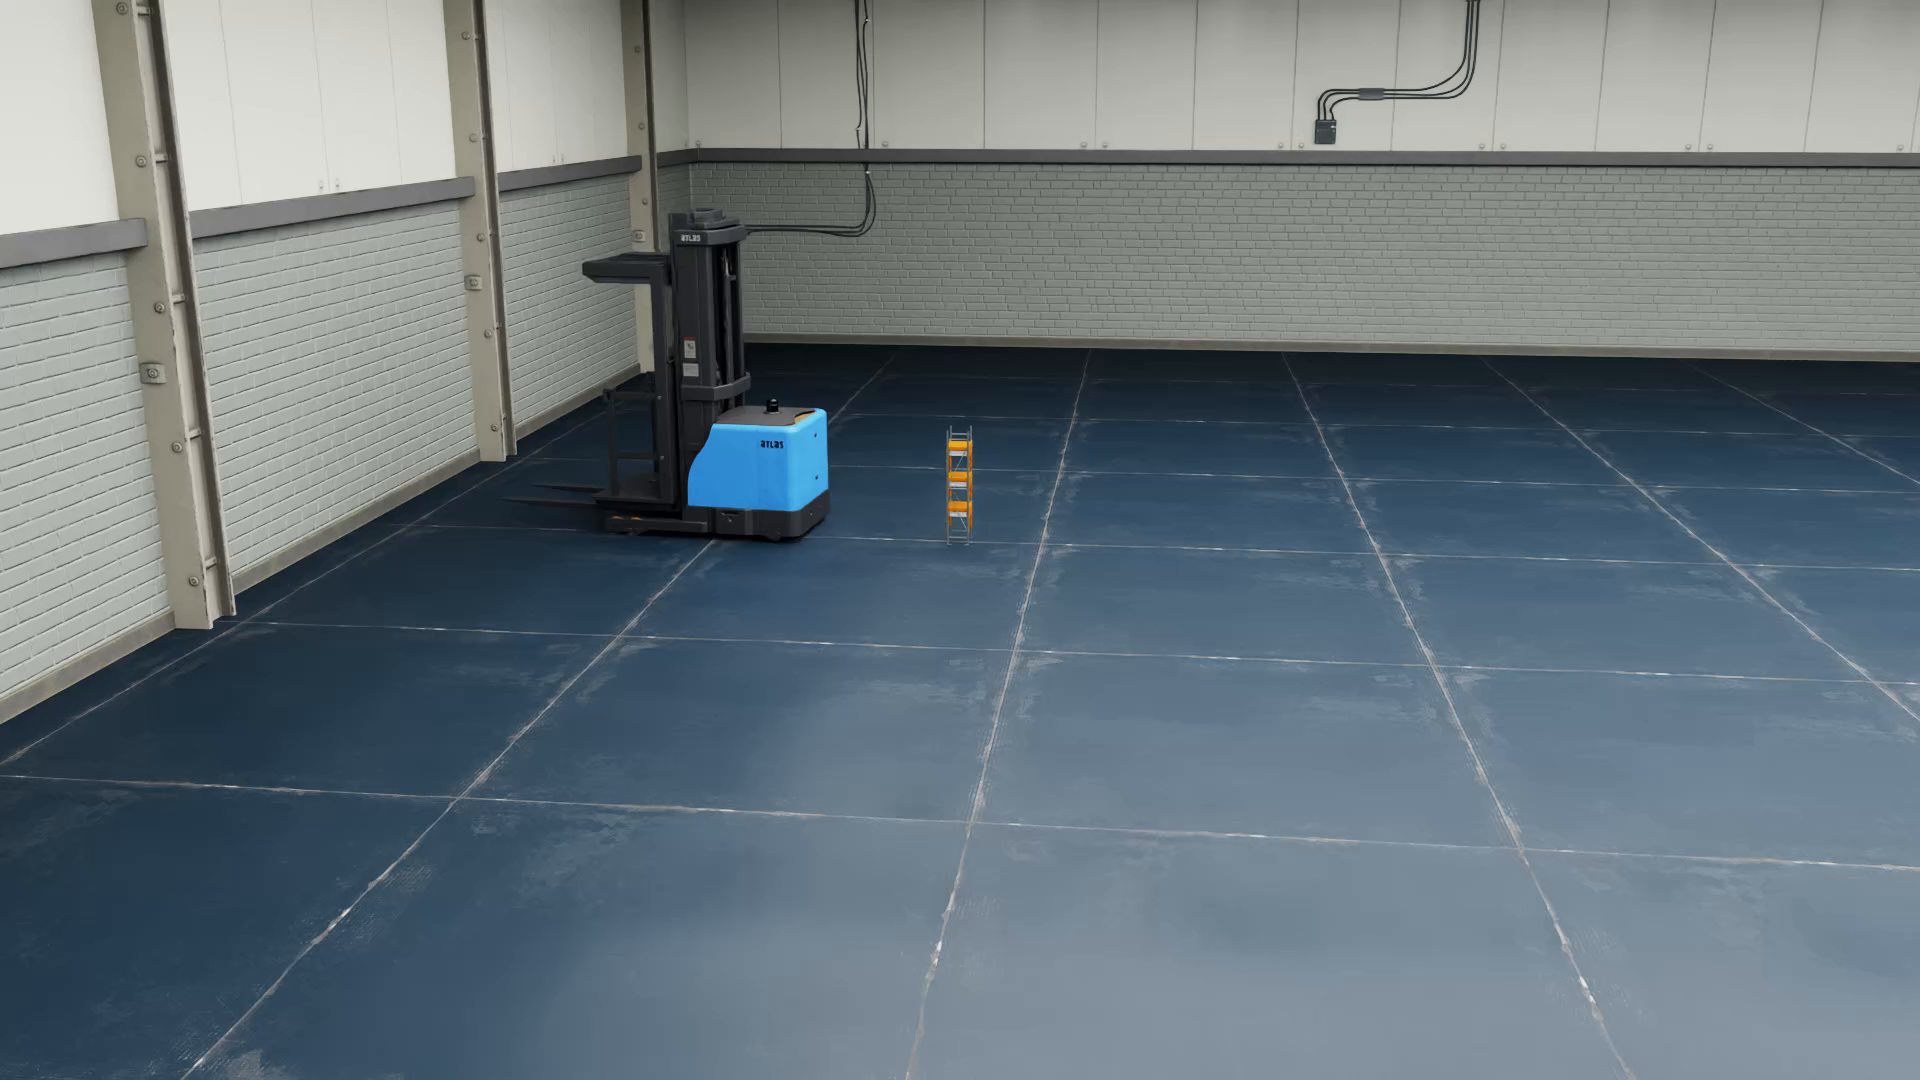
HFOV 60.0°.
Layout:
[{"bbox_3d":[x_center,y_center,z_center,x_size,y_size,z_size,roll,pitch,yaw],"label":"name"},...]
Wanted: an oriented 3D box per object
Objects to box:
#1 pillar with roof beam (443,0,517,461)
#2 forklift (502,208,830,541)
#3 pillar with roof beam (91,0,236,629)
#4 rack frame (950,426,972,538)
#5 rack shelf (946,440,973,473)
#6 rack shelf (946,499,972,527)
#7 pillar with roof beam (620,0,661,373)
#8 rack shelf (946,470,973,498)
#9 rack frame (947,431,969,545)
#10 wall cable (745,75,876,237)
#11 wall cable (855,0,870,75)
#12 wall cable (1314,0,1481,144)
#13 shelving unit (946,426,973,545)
[{"bbox_3d":[-0.919,-5.146,17.042,9.100,9.000,0.400,2,15,6],"label":"pillar with roof beam"},{"bbox_3d":[-2.821,-1.587,15.506,3.031,2.935,1.130,3,15,12],"label":"forklift"},{"bbox_3d":[-1.596,-3.590,11.287,9.100,9.000,0.400,2,15,6],"label":"pillar with roof beam"},{"bbox_3d":[0.008,-0.525,15.179,0.200,1.050,0.008,2,15,6],"label":"rack frame"},{"bbox_3d":[-0.006,-0.757,14.990,0.215,0.259,0.240,2,15,6],"label":"rack shelf"},{"bbox_3d":[-0.006,-0.214,15.137,0.215,0.259,0.240,2,15,6],"label":"rack shelf"},{"bbox_3d":[-0.242,-6.702,22.797,9.100,9.000,0.400,2,15,6],"label":"pillar with roof beam"},{"bbox_3d":[-0.006,-0.483,15.064,0.215,0.259,0.240,2,15,6],"label":"rack shelf"},{"bbox_3d":[-0.020,-0.461,14.945,0.200,1.050,0.008,2,15,6],"label":"rack frame"},{"bbox_3d":[-2.874,-6.055,26.353,3.097,2.526,0.112,2,15,6],"label":"wall cable"},{"bbox_3d":[-0.185,-8.414,25.399,3.097,2.526,0.112,2,15,6],"label":"wall cable"},{"bbox_3d":[6.558,-8.912,24.454,2.305,6.003,0.169,2,15,6],"label":"wall cable"},{"bbox_3d":[-0.006,-0.493,15.062,0.215,1.050,0.252,2,15,6],"label":"shelving unit"}]
